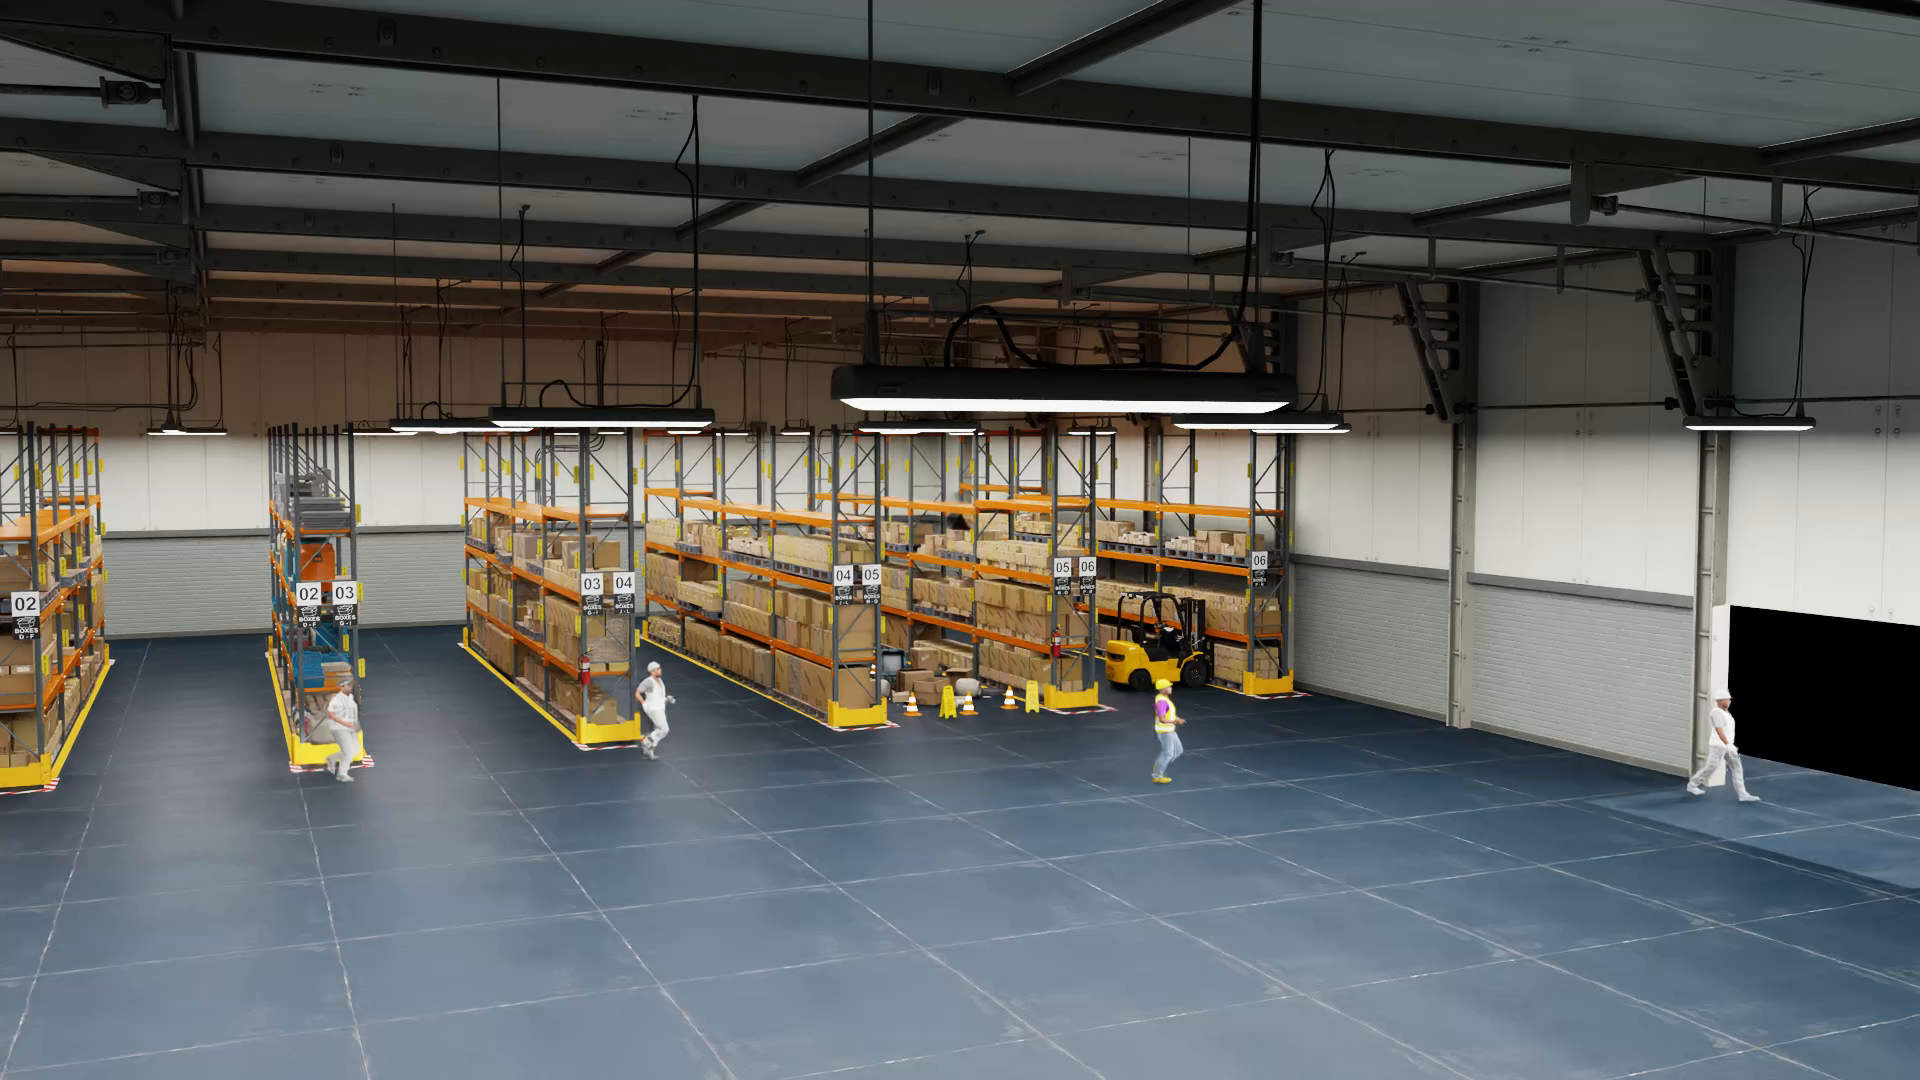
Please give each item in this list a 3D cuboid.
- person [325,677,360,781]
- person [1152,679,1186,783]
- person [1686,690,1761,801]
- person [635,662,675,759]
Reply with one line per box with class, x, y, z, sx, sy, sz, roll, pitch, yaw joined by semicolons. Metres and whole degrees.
person;-10.382;3.163;27.930;0.648;1.749;0.692;1;4;9
person;3.462;3.159;27.584;0.597;1.721;0.686;1;4;11
person;12.070;3.245;26.258;1.057;1.736;0.587;3;5;42
person;-5.373;3.039;29.587;0.573;1.743;0.646;1;4;17
